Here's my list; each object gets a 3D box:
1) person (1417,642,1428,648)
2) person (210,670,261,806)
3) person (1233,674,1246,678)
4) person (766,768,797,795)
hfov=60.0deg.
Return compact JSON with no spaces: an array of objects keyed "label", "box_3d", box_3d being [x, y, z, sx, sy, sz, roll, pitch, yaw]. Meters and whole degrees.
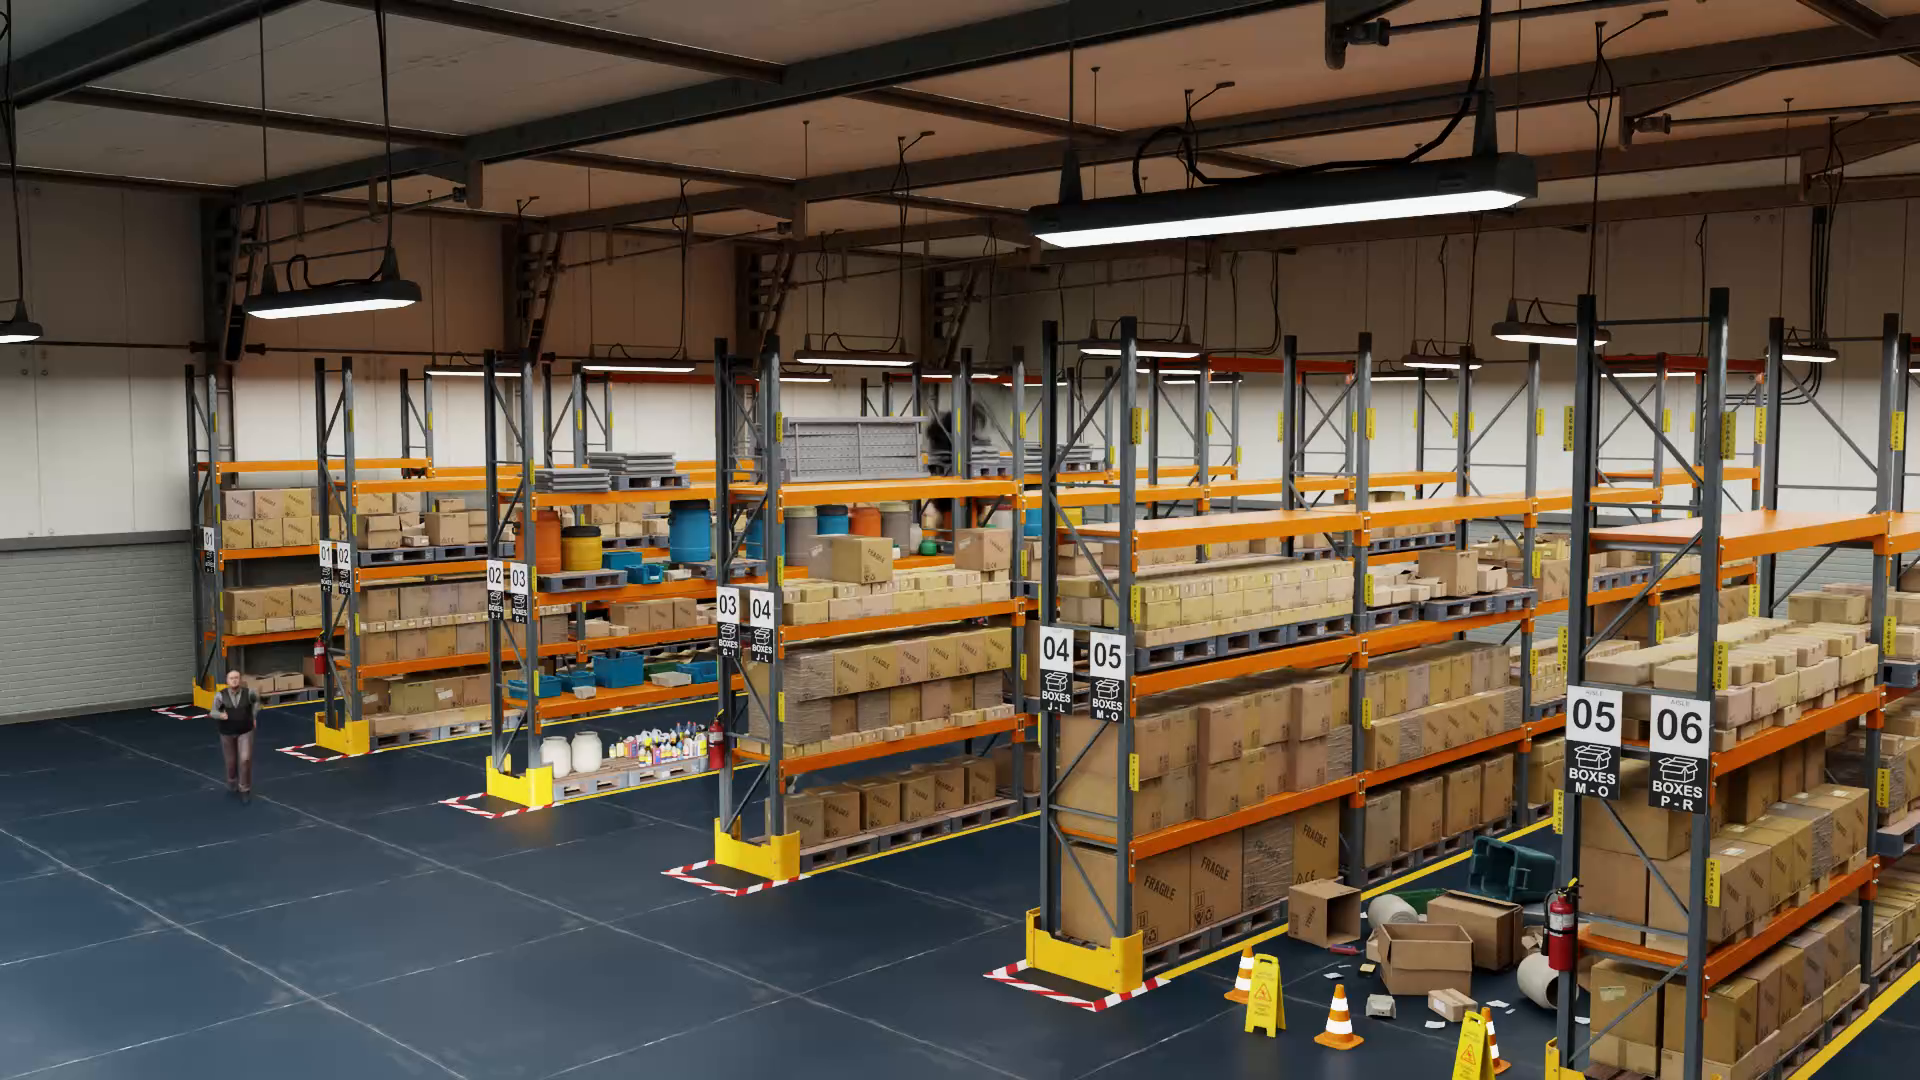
[{"label":"person","box_3d":[7.278,2.383,26.200,0.539,1.550,0.615,4,6,40]},{"label":"person","box_3d":[-9.656,2.602,22.177,0.614,1.754,0.877,-2,5,-21]},{"label":"person","box_3d":[3.791,2.524,22.674,0.716,1.761,0.882,4,6,40]},{"label":"person","box_3d":[-2.284,2.717,21.547,0.572,1.651,0.697,3,5,30]}]
